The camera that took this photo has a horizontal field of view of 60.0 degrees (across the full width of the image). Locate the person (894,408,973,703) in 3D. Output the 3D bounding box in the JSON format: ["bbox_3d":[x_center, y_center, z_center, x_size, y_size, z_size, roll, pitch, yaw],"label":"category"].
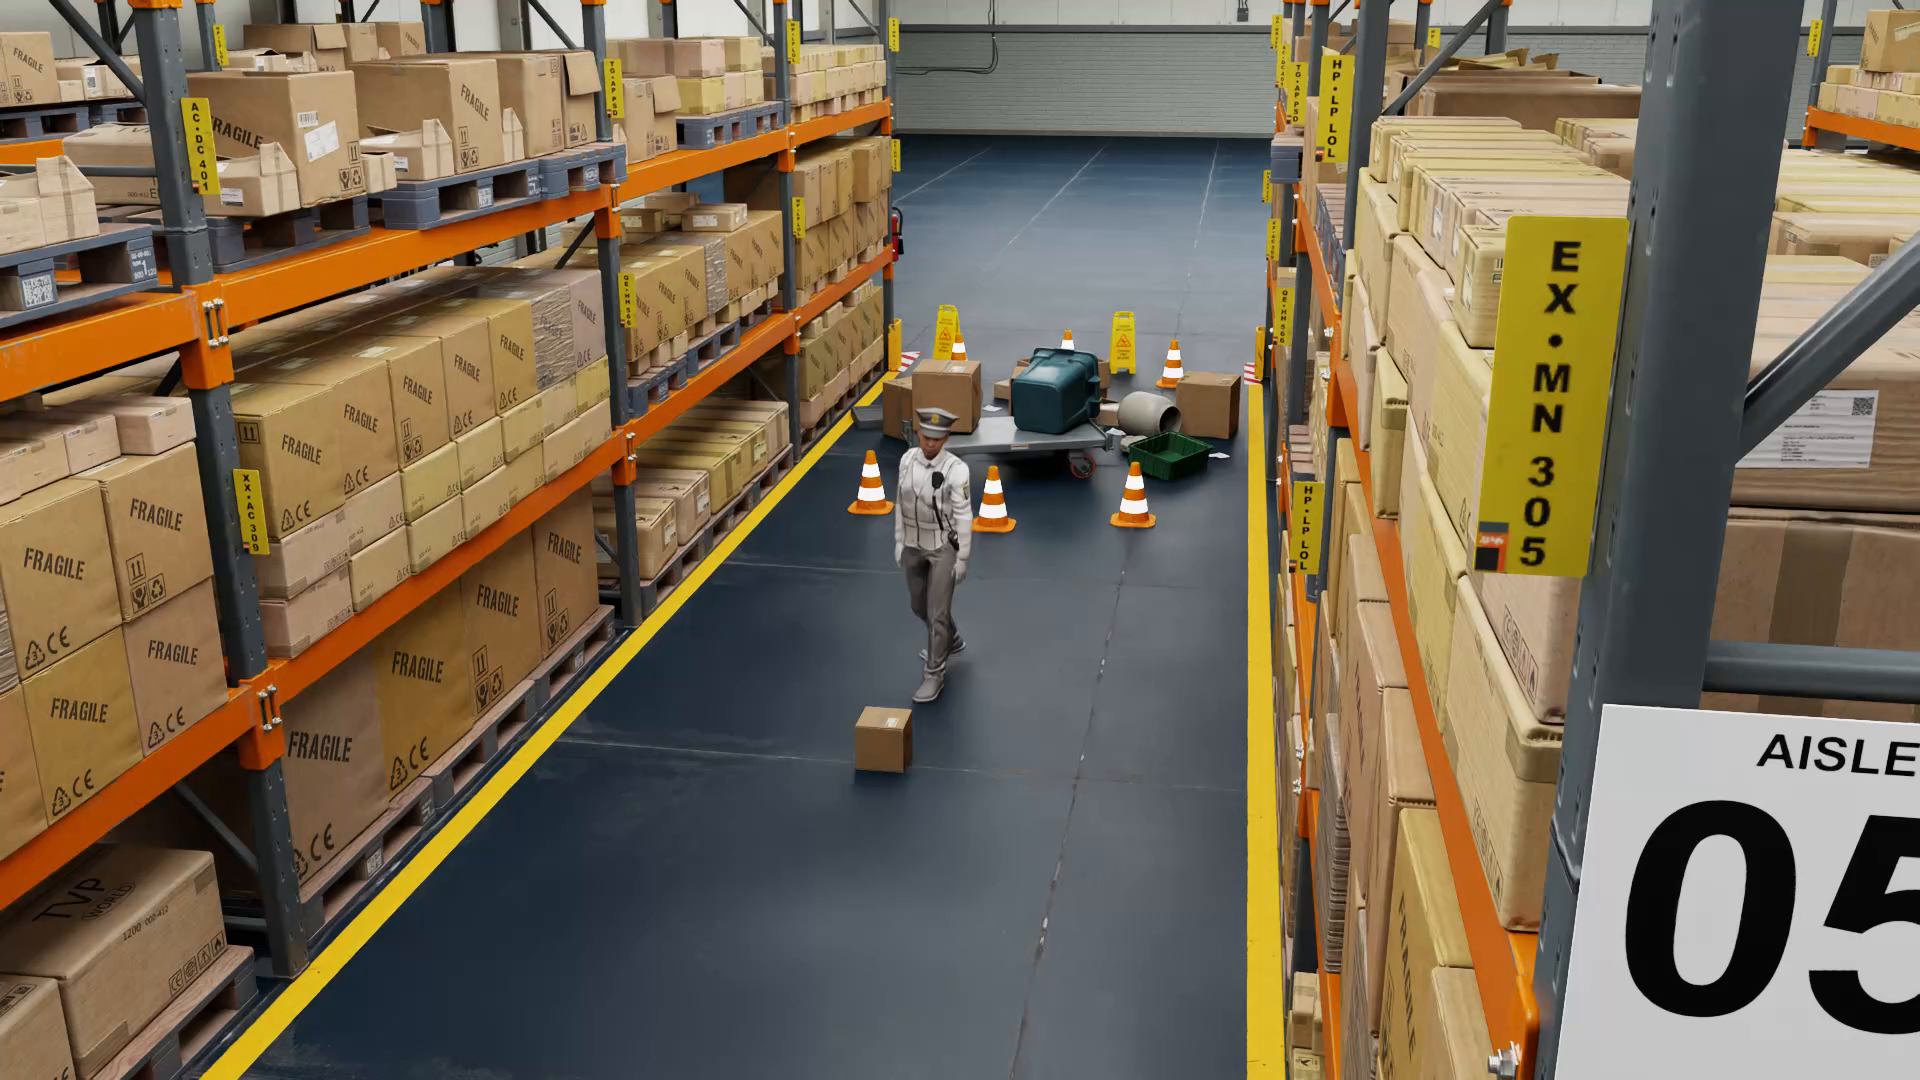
[{"bbox_3d":[-0.120,0.037,9.413,0.501,1.665,0.653,13,22,34],"label":"person"}]
